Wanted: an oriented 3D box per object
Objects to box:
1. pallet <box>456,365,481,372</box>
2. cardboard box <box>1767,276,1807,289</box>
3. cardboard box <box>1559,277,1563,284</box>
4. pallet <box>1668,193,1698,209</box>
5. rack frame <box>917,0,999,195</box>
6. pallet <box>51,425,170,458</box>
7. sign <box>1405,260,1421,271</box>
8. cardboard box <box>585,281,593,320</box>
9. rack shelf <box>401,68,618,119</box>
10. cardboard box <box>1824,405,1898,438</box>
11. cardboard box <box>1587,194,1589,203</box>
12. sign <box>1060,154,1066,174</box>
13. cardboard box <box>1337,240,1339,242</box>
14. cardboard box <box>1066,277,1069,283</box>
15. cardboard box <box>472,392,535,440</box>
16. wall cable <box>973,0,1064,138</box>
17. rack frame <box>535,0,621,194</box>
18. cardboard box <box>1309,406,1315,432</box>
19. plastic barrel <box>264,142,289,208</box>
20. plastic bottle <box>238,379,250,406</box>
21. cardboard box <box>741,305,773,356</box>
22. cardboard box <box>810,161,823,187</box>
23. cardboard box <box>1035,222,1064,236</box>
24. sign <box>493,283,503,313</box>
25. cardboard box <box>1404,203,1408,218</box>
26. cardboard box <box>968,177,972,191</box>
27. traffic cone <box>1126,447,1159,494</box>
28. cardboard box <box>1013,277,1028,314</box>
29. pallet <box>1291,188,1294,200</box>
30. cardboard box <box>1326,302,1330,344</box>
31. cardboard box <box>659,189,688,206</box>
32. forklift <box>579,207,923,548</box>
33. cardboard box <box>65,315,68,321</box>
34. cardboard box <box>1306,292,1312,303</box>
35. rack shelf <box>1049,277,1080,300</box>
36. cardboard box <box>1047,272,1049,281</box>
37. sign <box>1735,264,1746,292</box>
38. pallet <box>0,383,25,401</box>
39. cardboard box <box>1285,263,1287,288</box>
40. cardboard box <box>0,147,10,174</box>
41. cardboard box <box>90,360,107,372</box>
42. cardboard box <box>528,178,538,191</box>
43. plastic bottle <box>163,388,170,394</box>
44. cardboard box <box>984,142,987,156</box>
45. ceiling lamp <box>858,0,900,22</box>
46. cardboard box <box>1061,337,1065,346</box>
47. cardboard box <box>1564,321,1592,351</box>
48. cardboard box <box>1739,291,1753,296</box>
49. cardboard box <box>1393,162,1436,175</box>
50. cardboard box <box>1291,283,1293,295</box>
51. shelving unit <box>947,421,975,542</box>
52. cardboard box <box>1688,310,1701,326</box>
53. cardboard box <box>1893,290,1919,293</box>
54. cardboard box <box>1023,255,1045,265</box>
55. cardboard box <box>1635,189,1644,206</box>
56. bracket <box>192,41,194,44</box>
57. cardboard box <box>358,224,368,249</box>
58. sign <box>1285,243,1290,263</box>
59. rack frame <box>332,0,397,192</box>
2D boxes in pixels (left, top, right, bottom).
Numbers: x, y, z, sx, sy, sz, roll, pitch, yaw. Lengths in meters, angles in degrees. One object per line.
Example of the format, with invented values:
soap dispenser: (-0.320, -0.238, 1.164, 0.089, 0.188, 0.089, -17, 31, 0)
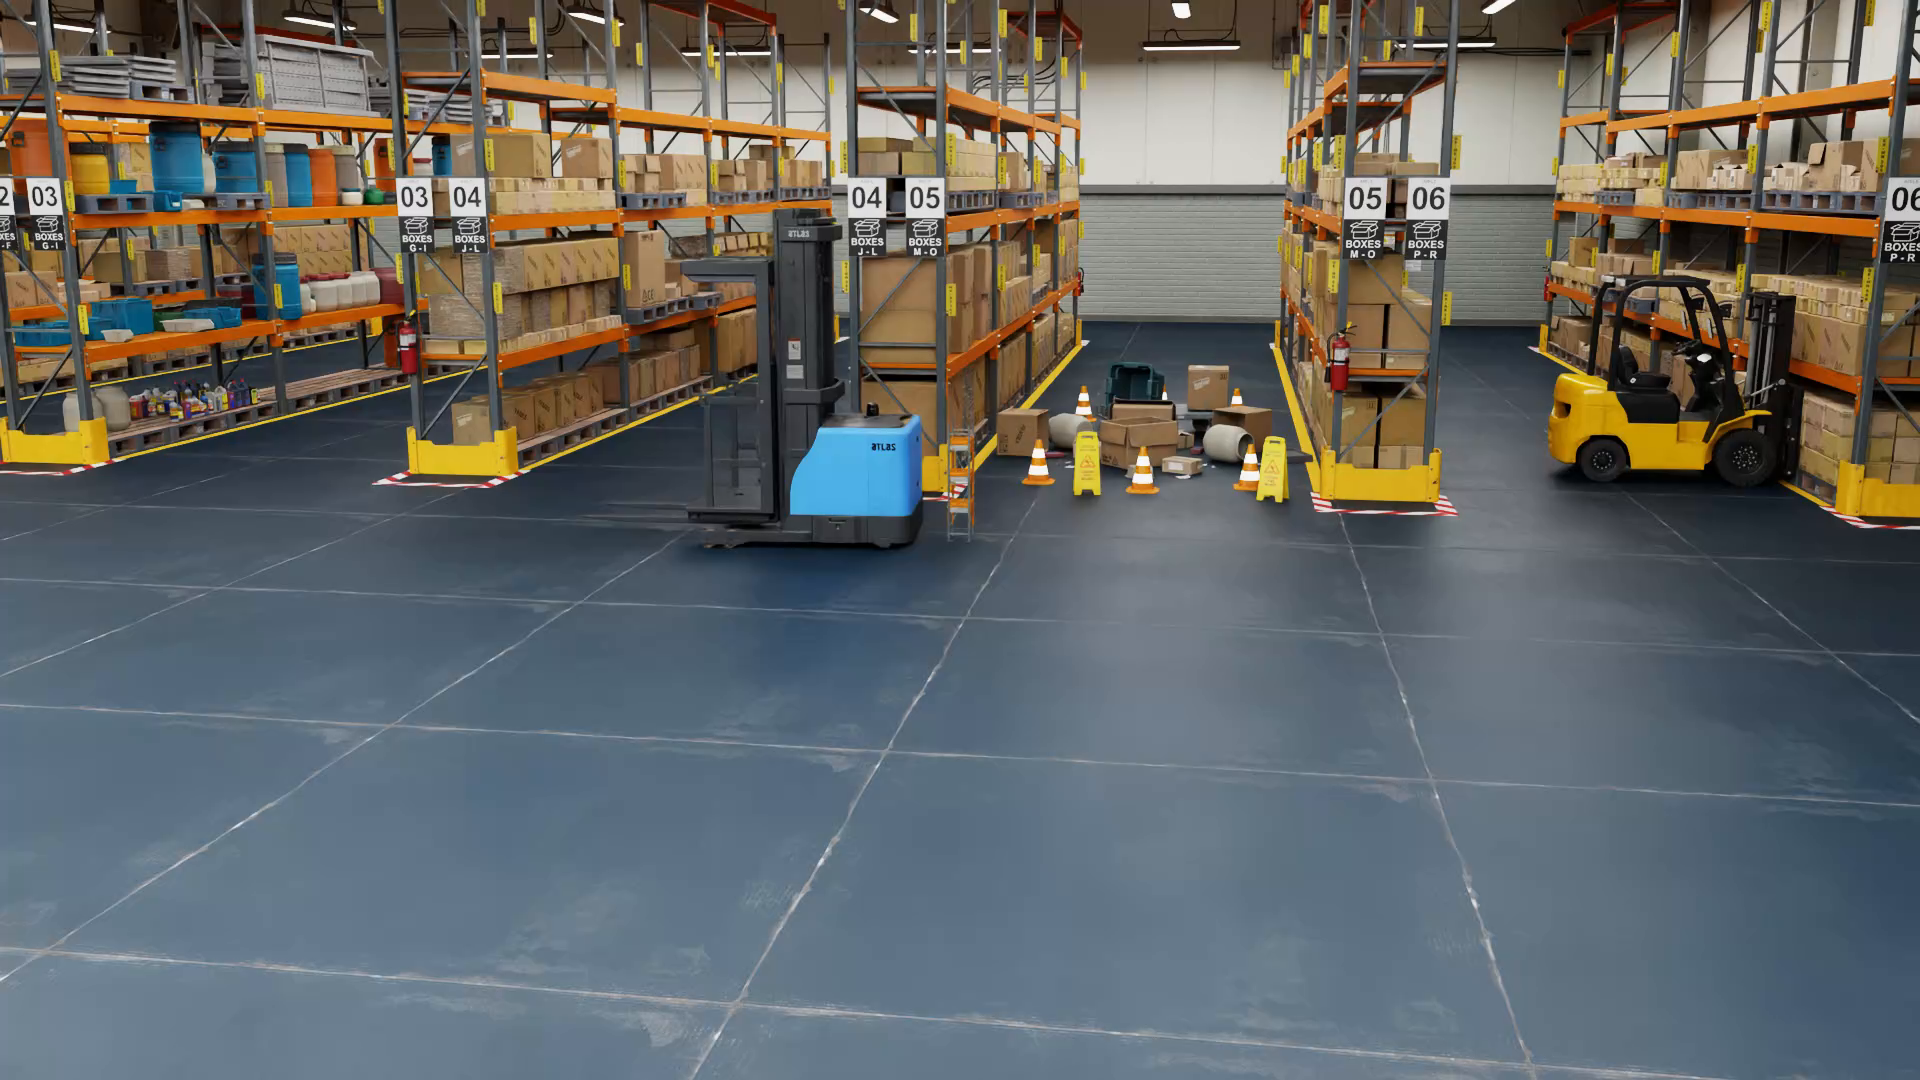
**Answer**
pallet: (-8.919, -3.086, 28.813, 1.003, 0.211, 1.213, 2, 12, 9)
cardboard box: (9.512, -2.953, 19.093, 0.380, 0.149, 0.250, 2, 12, 10)
cardboard box: (11.318, -4.818, 30.824, 0.380, 0.149, 0.250, 2, 12, 10)
pallet: (10.386, -4.619, 22.634, 1.213, 0.211, 1.003, 2, 12, 11)
rack frame: (-0.025, -5.789, 20.493, 1.000, 3.000, 0.127, 2, 12, 9)
pallet: (-10.324, -1.189, 20.007, 1.003, 0.211, 1.213, 2, 12, 9)
sign: (10.145, -6.271, 37.199, 0.329, 0.494, 0.001, 2, 12, 9)
cardboard box: (-5.152, -3.037, 21.023, 0.875, 0.500, 0.500, 2, 12, 9)
rack shelf: (-5.218, -5.201, 19.481, 1.077, 0.370, 4.000, 2, 12, 9)
cardboard box: (8.935, -1.180, 16.504, 0.500, 0.250, 0.500, 2, 12, 11)
cardboard box: (10.984, -5.862, 28.550, 0.380, 0.149, 0.250, 2, 12, 11)
sign: (1.755, -6.416, 28.361, 0.100, 0.325, 0.005, 2, 12, 9)
cardboard box: (5.815, -4.182, 24.666, 0.500, 0.500, 0.500, 1, 12, 7)
cardboard box: (1.865, -4.943, 31.406, 0.380, 0.149, 0.250, 1, 12, 6)
cardboard box: (-5.355, -1.443, 19.507, 0.500, 0.500, 0.500, 5, 13, 23)
wall cable: (1.211, -11.106, 37.532, 2.277, 5.999, 0.120, 2, 12, 9)
rack frame: (-4.910, -5.970, 21.336, 1.000, 3.000, 0.127, 2, 12, 9)
cardboard box: (4.524, -1.464, 20.195, 0.500, 0.250, 0.500, 1, 12, 6)
plastic barrel: (-9.840, -5.159, 23.500, 0.600, 0.901, 0.600, 0, 12, 0)
plastic bottle: (-9.618, -1.975, 22.280, 0.144, 0.351, 0.185, 2, 12, 7)
cardboard box: (-3.895, -3.550, 28.391, 1.225, 0.875, 0.875, 1, 12, 7)
cardboard box: (-3.092, -7.195, 32.668, 0.700, 0.500, 0.500, 1, 12, 5)
cardboard box: (1.581, -5.399, 29.607, 0.500, 0.500, 0.500, 2, 12, 7)
sign: (-4.989, -2.611, 17.932, 0.100, 0.325, 0.005, 2, 12, 9)
cardboard box: (4.639, -3.286, 16.597, 0.380, 0.149, 0.250, 2, 12, 9)
cardboard box: (-0.076, -3.945, 18.419, 0.380, 0.149, 0.250, 2, 12, 8)
traffic cone: (1.909, -0.740, 17.330, 0.336, 0.463, 0.334, 2, 12, 9)
cardboard box: (0.709, -3.531, 24.021, 0.500, 0.500, 0.500, 2, 12, 9)
pallet: (6.249, -5.975, 28.688, 1.003, 0.211, 1.213, 2, 12, 9)
cardboard box: (4.160, -2.304, 17.622, 0.500, 0.500, 0.500, 2, 12, 9)
cardboard box: (-4.269, -4.948, 24.070, 0.500, 0.250, 0.500, 2, 12, 10)
forklift: (-1.889, -1.470, 14.859, 3.031, 2.935, 1.130, 1, 12, 5)
cardboard box: (-18.066, -4.425, 33.341, 0.700, 0.500, 0.500, 2, 12, 8)
cardboard box: (5.036, -3.400, 23.250, 0.380, 0.149, 0.250, 2, 12, 9)
rack shelf: (1.513, -4.586, 30.860, 1.077, 0.370, 4.000, 2, 12, 9)
cardboard box: (1.301, -4.460, 28.170, 0.380, 0.149, 0.250, 2, 12, 9)
sign: (9.250, -3.099, 19.694, 0.100, 0.325, 0.005, 2, 12, 9)
pallet: (-14.623, -2.151, 24.473, 1.003, 0.211, 1.213, 2, 12, 9)
cardboard box: (6.068, -4.748, 29.667, 0.500, 0.500, 0.500, 2, 12, 8)
cardboard box: (-18.486, -7.351, 32.206, 0.500, 0.500, 0.500, 2, 12, 8)
cardboard box: (-13.998, -2.828, 26.527, 0.500, 0.250, 0.500, 2, 12, 8)
cardboard box: (-5.048, -4.055, 18.978, 0.380, 0.149, 0.250, 2, 12, 9)
plastic bottle: (-10.434, -1.858, 21.900, 0.061, 0.283, 0.133, 2, 12, 11)
cardboard box: (0.117, -4.600, 19.568, 0.380, 0.149, 0.250, 2, 12, 10)
ceiling lamp: (-1.085, -10.226, 27.228, 0.800, 3.185, 2.000, 2, 12, 9)
cardboard box: (1.739, -3.670, 30.671, 0.380, 0.149, 0.250, 2, 12, 7)
cardboard box: (11.095, -3.630, 29.654, 0.500, 0.500, 0.500, 2, 12, 10)
cardboard box: (9.620, -3.001, 20.020, 0.380, 0.149, 0.250, 2, 12, 11)
cardboard box: (4.523, -3.685, 16.554, 0.380, 0.149, 0.250, 2, 12, 8)
cardboard box: (5.611, -4.012, 26.844, 0.500, 0.250, 0.500, 2, 12, 8)
shelving unit: (0.008, -0.524, 14.934, 0.215, 1.050, 0.252, 2, 12, 9)
cardboard box: (9.857, -2.911, 21.739, 0.500, 0.250, 0.500, 2, 12, 10)
cardboard box: (9.535, -2.407, 16.559, 0.380, 0.149, 0.250, 2, 12, 10)
cardboard box: (1.215, -4.640, 27.592, 0.380, 0.149, 0.250, 2, 12, 8)
cardboard box: (10.395, -5.106, 24.801, 0.500, 0.250, 0.500, 2, 12, 9)
bracket: (-17.499, -11.745, 39.587, 0.076, 0.066, 3.189, 2, 12, 9)
cardboard box: (-12.649, -6.293, 34.465, 0.500, 0.500, 0.500, 2, 12, 8)
sign: (5.564, -4.861, 28.188, 0.100, 0.325, 0.005, 2, 12, 9)
rack frame: (-9.189, -6.963, 25.945, 1.000, 3.000, 0.127, 2, 12, 9)
